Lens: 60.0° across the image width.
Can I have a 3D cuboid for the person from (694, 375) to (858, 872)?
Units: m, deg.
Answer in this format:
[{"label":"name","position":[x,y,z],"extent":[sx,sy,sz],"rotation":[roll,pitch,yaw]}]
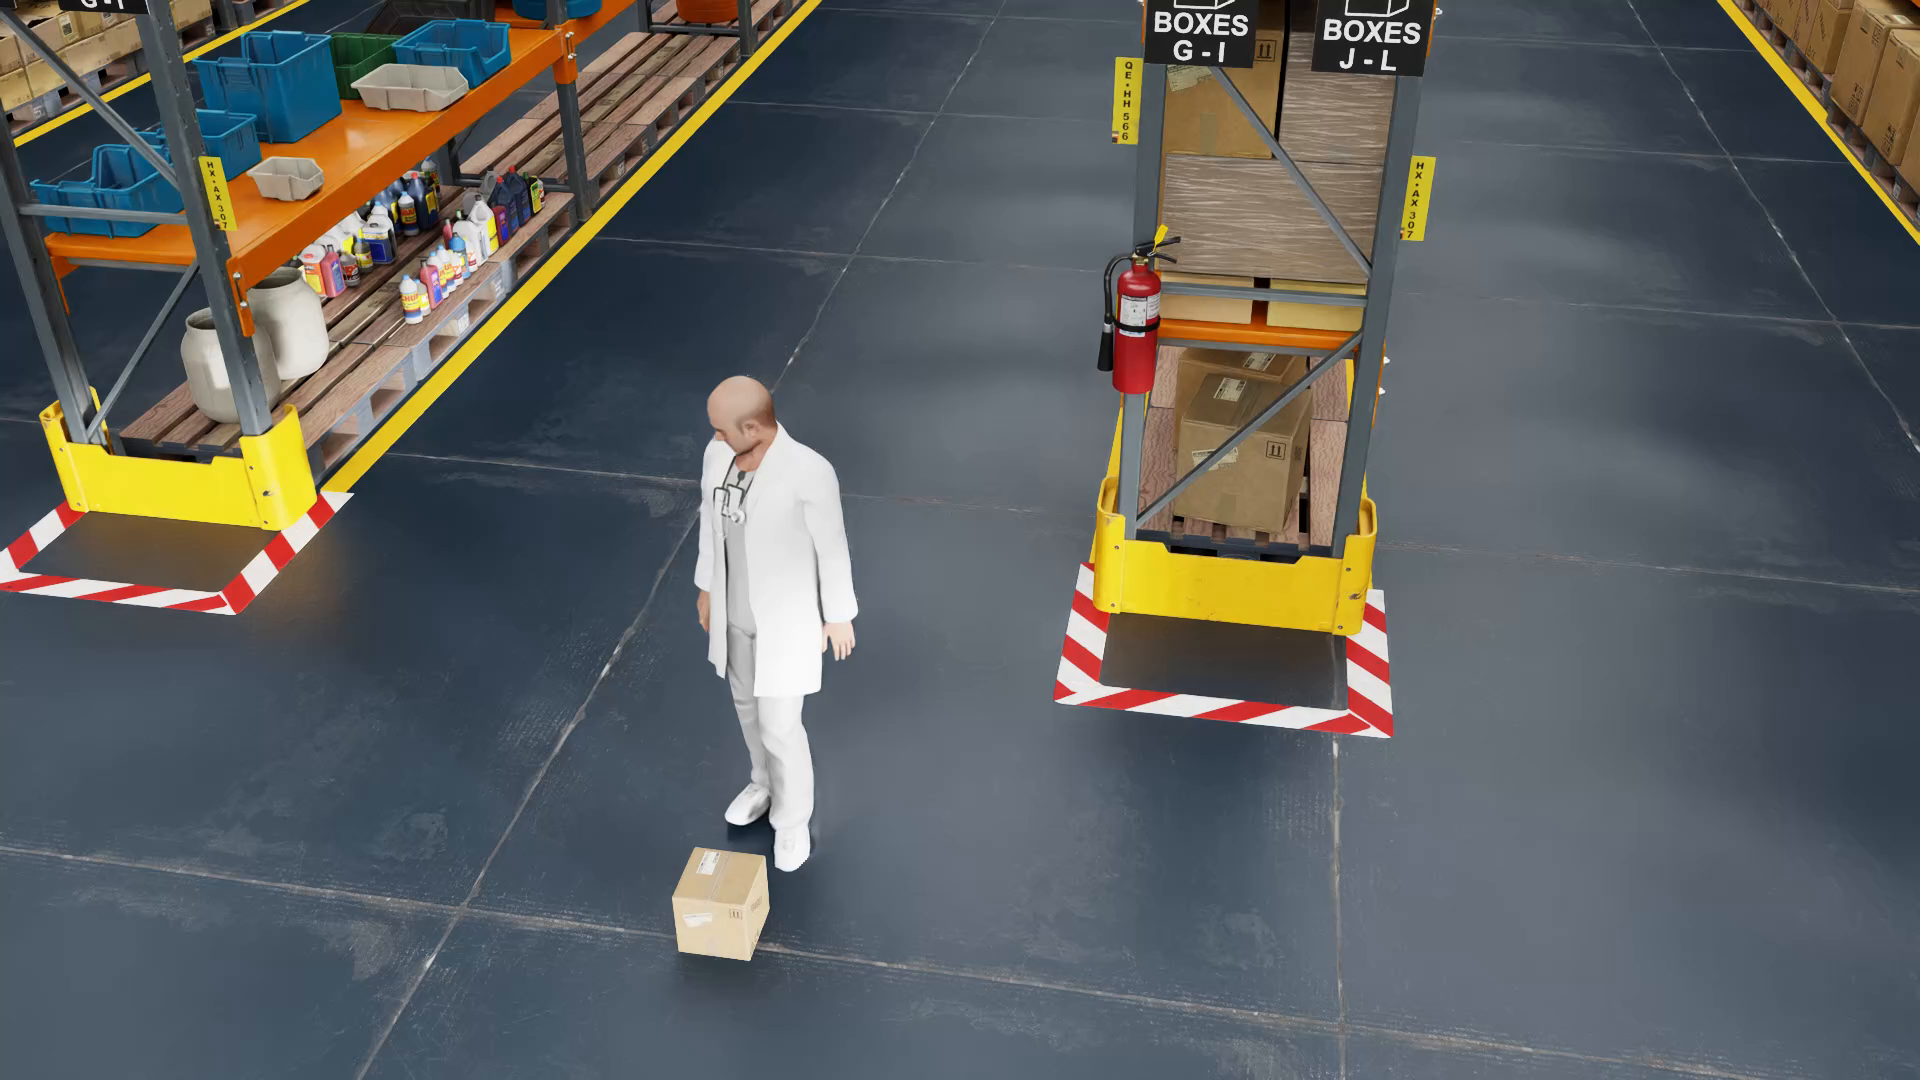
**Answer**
[{"label":"person","position":[-0.685,0.291,5.712],"extent":[0.621,1.848,0.428],"rotation":[21,37,29]}]
